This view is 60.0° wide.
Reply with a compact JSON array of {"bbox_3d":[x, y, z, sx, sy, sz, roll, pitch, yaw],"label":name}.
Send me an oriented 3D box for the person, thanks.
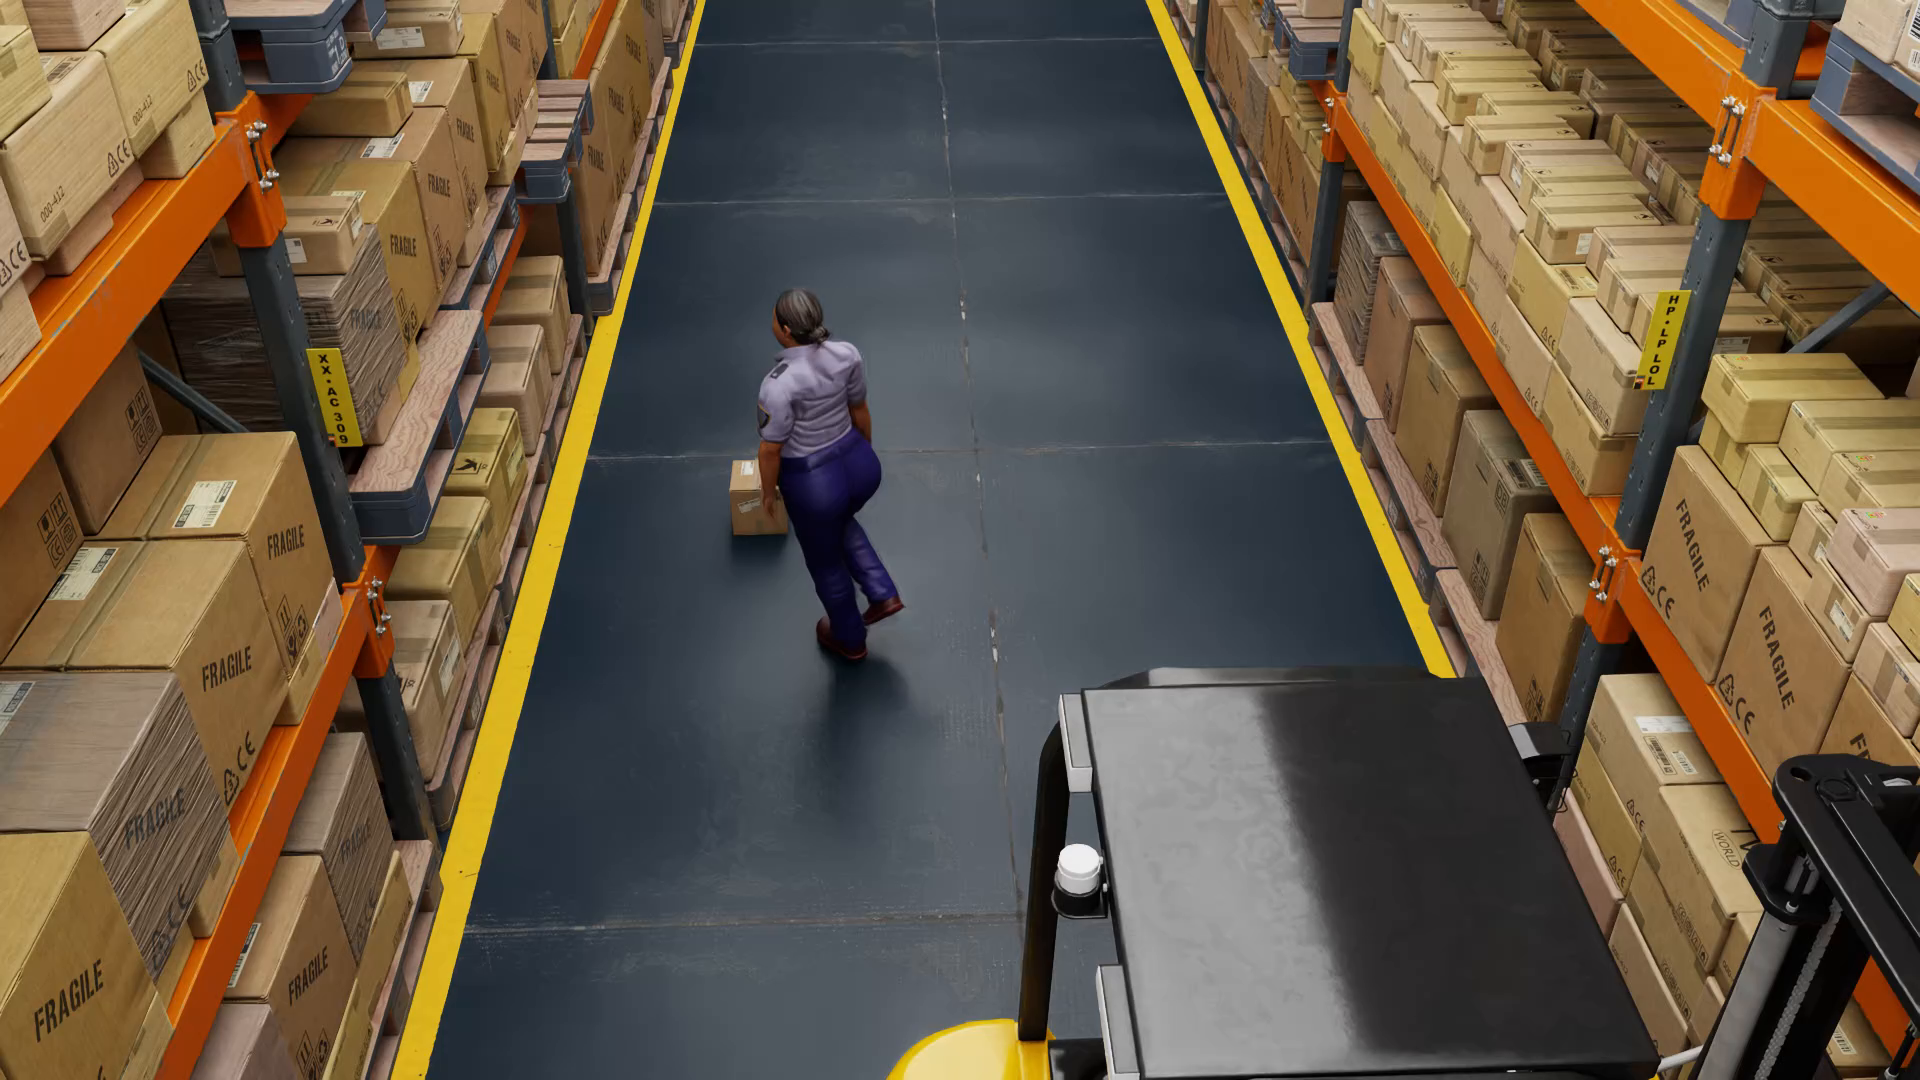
[{"bbox_3d":[-0.506,-0.231,6.461,0.477,1.638,0.576,29,45,34],"label":"person"}]
